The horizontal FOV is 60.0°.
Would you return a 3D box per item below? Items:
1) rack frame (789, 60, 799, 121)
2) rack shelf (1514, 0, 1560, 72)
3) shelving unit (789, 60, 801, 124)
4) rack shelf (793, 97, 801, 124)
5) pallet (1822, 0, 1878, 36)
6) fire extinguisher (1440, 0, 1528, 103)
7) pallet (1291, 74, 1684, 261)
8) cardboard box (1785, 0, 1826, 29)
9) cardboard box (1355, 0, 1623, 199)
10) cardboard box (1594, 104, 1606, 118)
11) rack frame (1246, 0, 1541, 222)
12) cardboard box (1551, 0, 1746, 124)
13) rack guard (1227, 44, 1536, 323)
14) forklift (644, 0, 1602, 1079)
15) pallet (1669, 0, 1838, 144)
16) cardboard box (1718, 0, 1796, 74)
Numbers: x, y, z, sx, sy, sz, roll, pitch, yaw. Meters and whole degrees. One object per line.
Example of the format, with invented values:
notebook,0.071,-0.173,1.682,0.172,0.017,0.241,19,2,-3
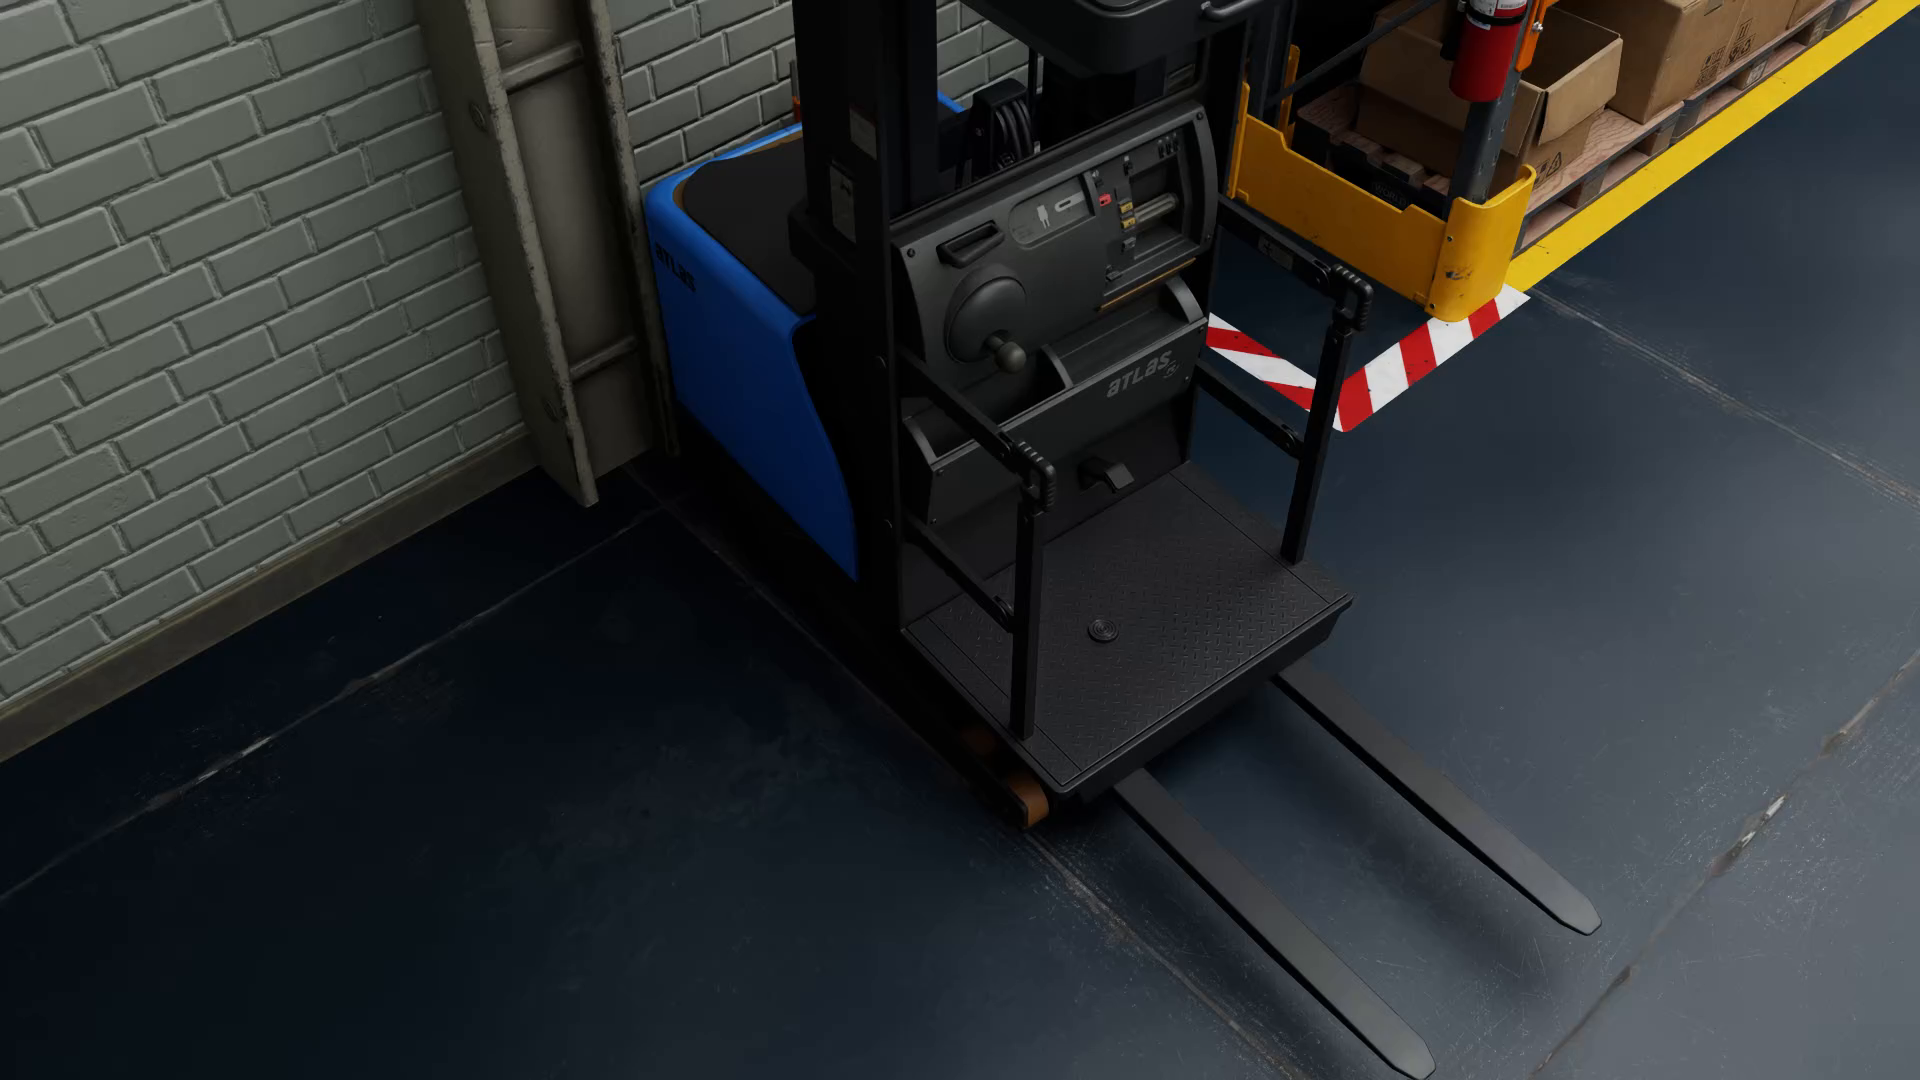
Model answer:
rack frame,-0.458,-1.188,5.632,0.200,1.050,0.008,-36,56,-28
rack shelf,2.919,-2.888,6.363,4.000,0.370,1.077,-34,56,-27
shelving unit,-0.373,-1.124,5.572,0.215,1.050,0.252,-36,56,-28
rack shelf,-0.374,-1.310,5.372,0.215,0.259,0.240,-36,56,-28
pallet,3.890,-2.836,7.723,1.213,0.211,1.003,-34,56,-27
fire extinguisher,1.642,-1.666,5.053,0.183,0.674,0.296,-34,56,-27
pallet,2.085,-1.629,6.610,1.213,0.211,1.003,-34,56,-27
cardboard box,3.383,-2.603,7.026,0.500,0.500,0.700,-36,57,-28
cardboard box,1.956,-1.690,6.181,0.637,0.503,0.797,-36,57,-28
cardboard box,2.297,-1.758,6.485,0.250,0.149,0.380,-36,57,-28
rack frame,1.440,-2.143,5.186,0.127,3.000,1.000,-34,56,-27
cardboard box,2.615,-2.090,6.553,0.500,0.500,0.700,-32,55,-26
rack guard,1.496,-1.333,6.140,0.348,0.500,1.175,-34,56,-27
forklift,0.385,-0.630,3.837,1.130,2.935,3.031,-30,54,-25
pallet,2.987,-2.230,7.164,1.213,0.211,1.003,-34,56,-27
cardboard box,3.073,-2.297,6.744,0.500,0.500,0.500,-33,55,-27
